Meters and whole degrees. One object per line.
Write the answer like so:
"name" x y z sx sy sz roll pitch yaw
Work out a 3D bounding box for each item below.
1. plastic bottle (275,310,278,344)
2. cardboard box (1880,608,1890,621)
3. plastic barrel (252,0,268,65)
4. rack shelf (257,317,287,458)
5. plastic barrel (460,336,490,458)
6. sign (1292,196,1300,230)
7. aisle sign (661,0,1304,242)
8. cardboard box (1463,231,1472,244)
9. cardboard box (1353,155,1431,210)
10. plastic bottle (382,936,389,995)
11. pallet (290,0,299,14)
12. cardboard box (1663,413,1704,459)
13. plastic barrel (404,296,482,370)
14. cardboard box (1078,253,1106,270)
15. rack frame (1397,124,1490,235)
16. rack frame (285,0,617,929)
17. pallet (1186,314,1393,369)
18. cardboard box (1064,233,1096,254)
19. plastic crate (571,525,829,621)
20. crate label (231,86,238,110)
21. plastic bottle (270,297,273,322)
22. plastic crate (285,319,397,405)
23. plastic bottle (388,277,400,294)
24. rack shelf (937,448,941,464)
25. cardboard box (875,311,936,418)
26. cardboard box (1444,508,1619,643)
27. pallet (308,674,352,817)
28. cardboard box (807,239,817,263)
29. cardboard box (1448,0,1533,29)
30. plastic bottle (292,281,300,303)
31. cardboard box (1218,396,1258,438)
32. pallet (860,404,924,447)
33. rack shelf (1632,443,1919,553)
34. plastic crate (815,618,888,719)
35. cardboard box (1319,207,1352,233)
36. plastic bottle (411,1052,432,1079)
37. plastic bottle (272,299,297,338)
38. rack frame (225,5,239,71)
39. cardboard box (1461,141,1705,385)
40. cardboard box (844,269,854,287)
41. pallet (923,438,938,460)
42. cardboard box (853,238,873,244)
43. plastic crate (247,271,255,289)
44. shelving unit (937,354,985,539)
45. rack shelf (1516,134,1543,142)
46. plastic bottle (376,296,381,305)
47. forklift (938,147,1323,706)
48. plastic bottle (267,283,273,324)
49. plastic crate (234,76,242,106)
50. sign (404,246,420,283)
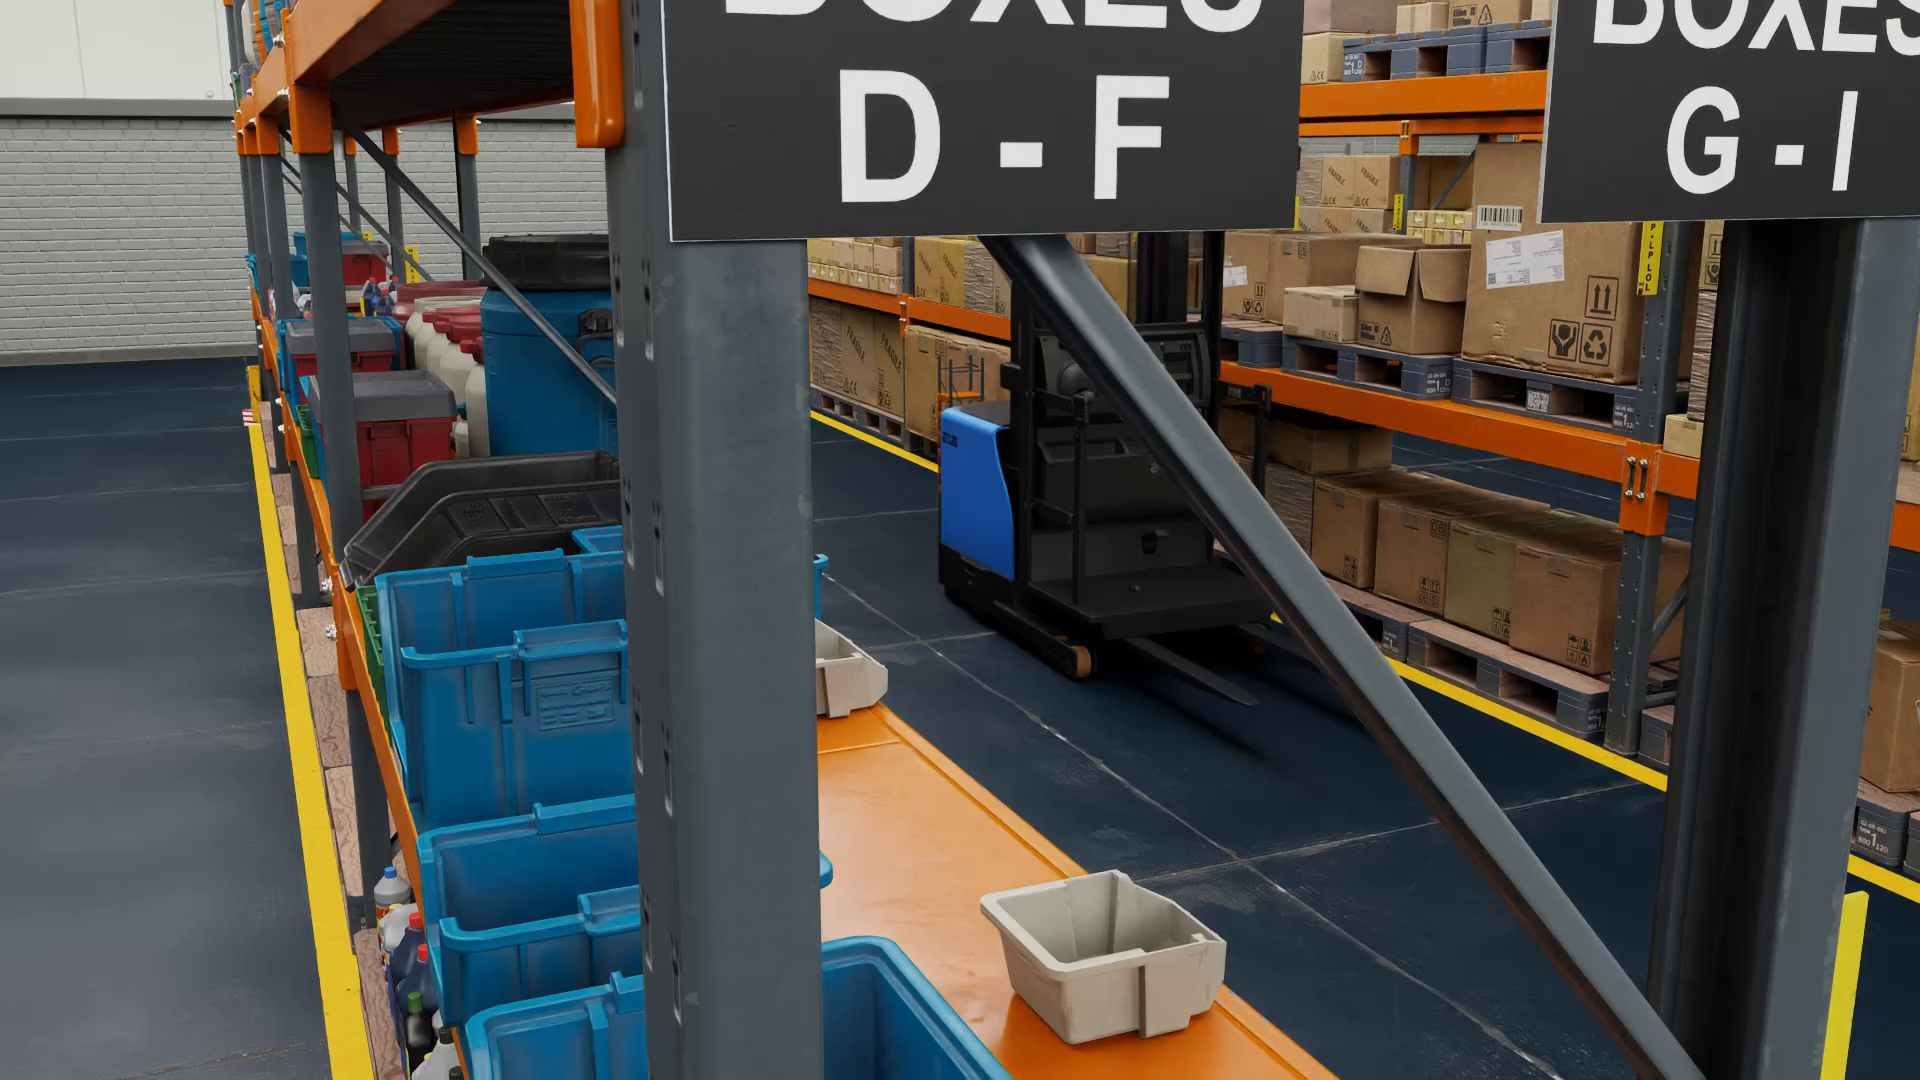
"plastic bottle" -4.176 -1.336 10.274 0.097 0.271 0.097 0 13 0
"cardboard box" 3.330 0.491 6.710 0.500 0.500 0.500 -6 14 -25
"plastic barrel" -2.542 -2.334 6.698 0.600 0.830 0.708 -6 14 -23
"rack shelf" -3.735 -1.051 10.352 1.077 0.370 4.000 -6 14 -23
"plastic barrel" -1.514 -0.445 5.839 0.433 0.535 0.433 0 13 0
"sign" 2.097 -2.012 10.517 0.100 0.325 0.005 -6 14 -23
"aisle sign" 0.027 -0.560 0.871 0.394 0.787 0.004 -6 14 -23
"cardboard box" 4.637 -2.633 14.558 0.380 0.149 0.250 -6 14 -25
"cardboard box" 4.151 -3.442 15.991 0.500 0.500 0.500 -6 14 -25
"plastic bottle" -1.525 1.135 4.544 0.097 0.201 0.097 0 13 0
"pallet" -0.953 -1.391 3.992 1.213 0.211 1.003 -6 14 -23
"cardboard box" 3.017 -0.415 6.567 0.380 0.149 0.250 -6 14 -23
"plastic barrel" -2.327 -0.849 7.638 0.421 0.512 0.421 0 13 0
"cardboard box" 0.985 -1.667 11.199 0.500 0.500 0.500 -6 14 -23
"rack frame" 4.587 -2.689 15.835 1.000 3.000 0.127 -6 14 -23
"rack frame" -1.332 -0.161 4.915 1.000 3.000 0.127 -6 14 -23
"pallet" 1.987 -1.204 9.846 1.213 0.211 1.003 -6 14 -23
"cardboard box" 1.067 -2.260 11.536 0.797 0.503 0.637 -5 14 -22
"plastic crate" -0.640 0.115 4.050 0.499 0.251 0.616 -6 14 -23
"crate label" -6.065 -3.810 14.356 0.408 0.251 0.502 -6 14 -23
"plastic bottle" -4.532 -1.520 11.068 0.097 0.271 0.097 0 13 0
"plastic crate" -2.567 -0.658 6.917 0.402 0.464 0.583 -6 14 -23
"plastic bottle" -3.795 -1.592 11.204 0.144 0.351 0.185 -6 14 -23
"rack shelf" 0.006 -0.538 10.732 0.258 0.103 0.180 -6 14 -23
"cardboard box" -0.189 -1.575 14.802 0.875 0.875 0.875 -6 14 -23
"cardboard box" 2.806 0.166 8.070 0.700 0.500 0.500 -6 14 -23
"pallet" -2.175 0.786 7.006 1.003 0.211 1.213 -6 14 -23
"cardboard box" -1.244 -2.825 16.098 0.500 0.250 0.500 -6 14 -25
"cardboard box" 2.730 -2.626 7.750 0.797 0.503 0.637 -5 14 -21
"plastic bottle" -4.676 -1.680 11.585 0.144 0.351 0.185 -6 14 -23
"cardboard box" 1.347 -0.749 11.235 1.225 0.875 0.875 -6 14 -26
"pallet" -0.231 -1.067 15.013 1.003 0.211 1.213 -6 14 -23
"rack shelf" 4.007 0.155 5.144 1.077 0.370 4.000 -6 14 -23
"plastic crate" -0.449 0.280 3.594 0.530 0.136 0.437 -6 14 -23
"cardboard box" 3.927 -3.064 16.576 0.500 0.500 0.500 -6 14 -25
"plastic bottle" -1.221 1.291 3.868 0.097 0.201 0.097 0 13 0
"plastic bottle" -4.329 -1.433 10.682 0.152 0.276 0.135 -6 14 -23
"rack frame" -6.139 -5.563 14.951 1.000 3.000 0.127 -6 14 -23
"cardboard box" 3.016 -1.283 7.497 1.000 1.000 1.000 -6 14 -23
"cardboard box" -0.833 -2.385 15.081 0.380 0.149 0.250 -5 14 -22
"pallet" 0.380 -0.751 13.644 1.003 0.211 1.213 -6 14 -23
"cardboard box" -0.624 -2.874 14.643 0.500 0.500 0.500 -5 14 -22
"plastic crate" -6.017 -2.247 14.377 0.250 0.136 0.298 -6 14 -23
"shelving unit" 0.006 -0.582 10.722 0.258 1.200 0.189 -6 14 -23
"rack shelf" 8.281 -4.681 19.385 1.077 0.370 4.000 -6 14 -23
"plastic bottle" -3.694 -1.429 10.677 0.097 0.271 0.097 0 13 0
"forklift" 0.915 -0.867 8.118 1.130 2.935 3.031 -5 14 -22
"plastic bottle" -4.781 -1.643 11.576 0.061 0.283 0.133 -6 14 -23
"plastic crate" -4.983 -3.233 12.002 0.450 0.188 0.662 -6 14 -23
"sign" -4.032 -1.998 12.238 0.100 0.325 0.005 -6 14 -23
